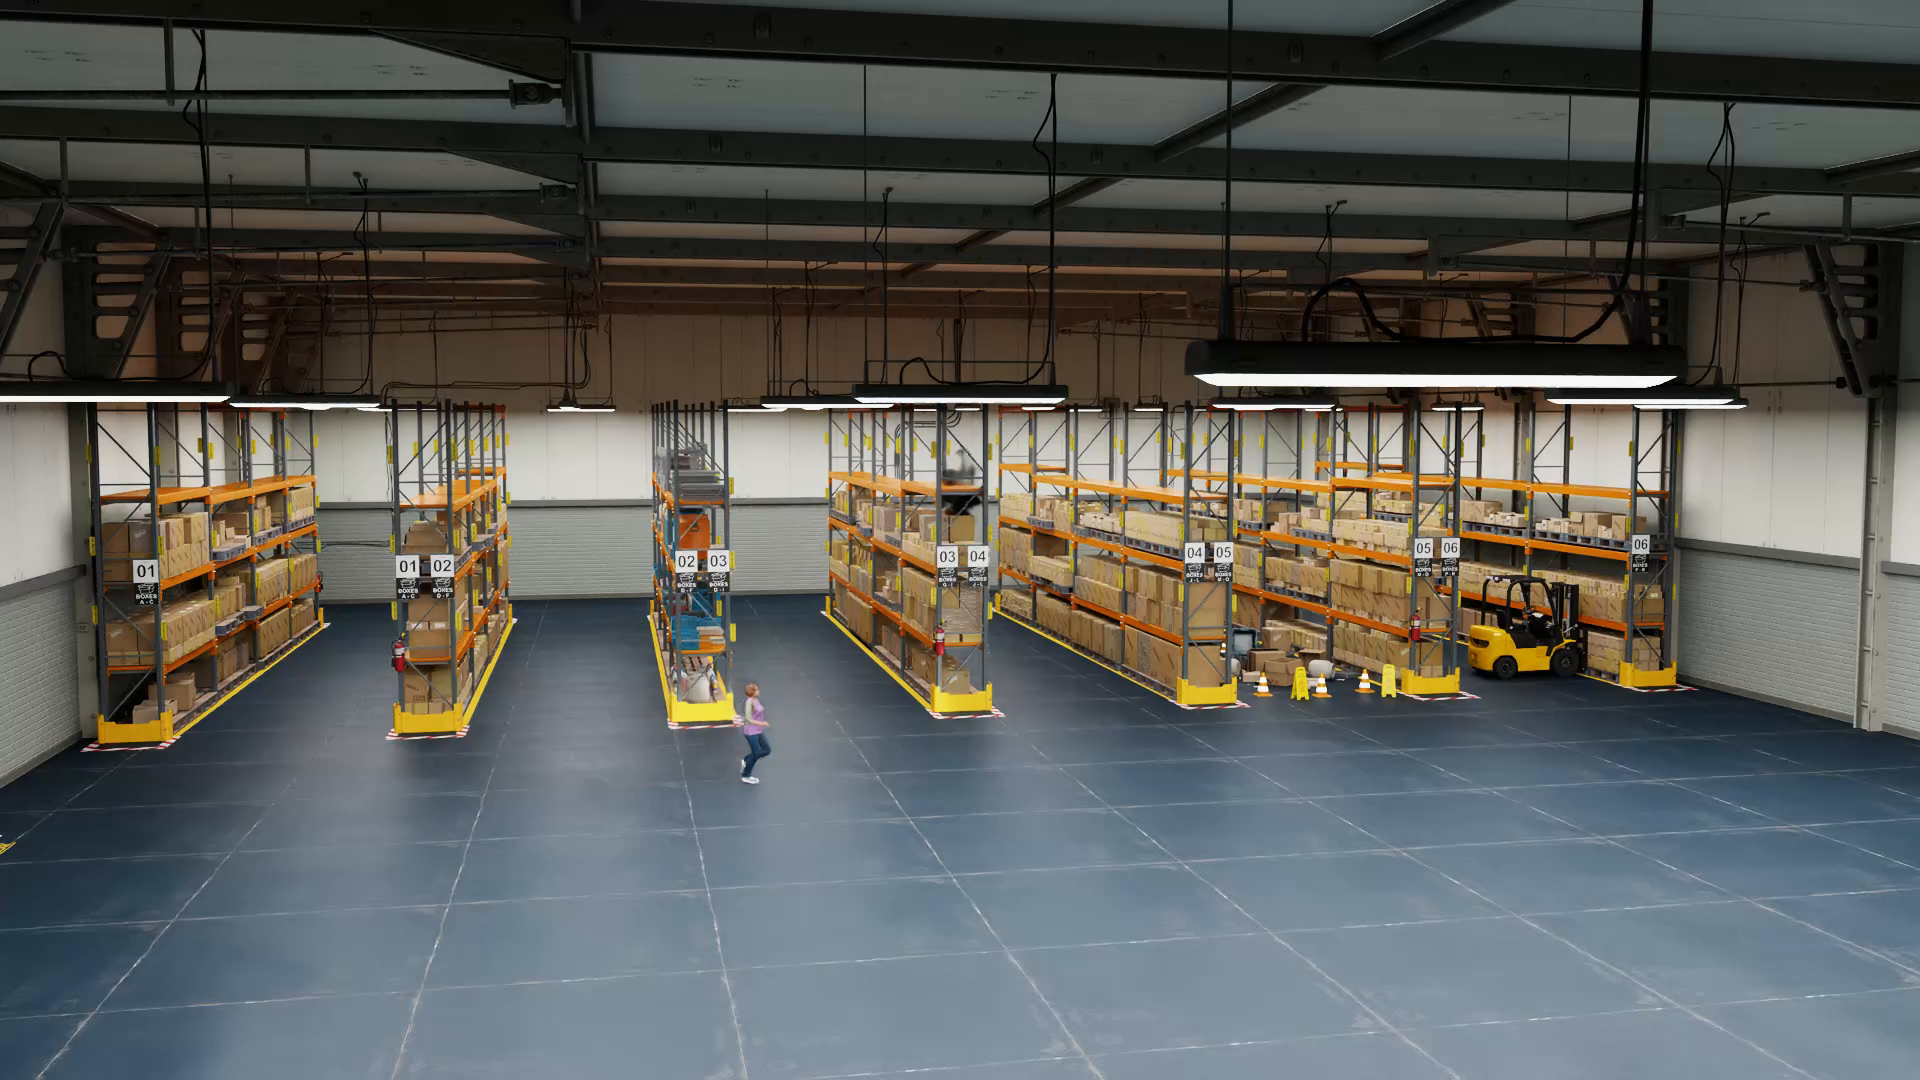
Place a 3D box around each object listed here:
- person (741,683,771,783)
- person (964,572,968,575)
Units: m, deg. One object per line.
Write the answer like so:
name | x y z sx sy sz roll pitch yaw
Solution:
person | -3.170 2.999 25.844 0.533 1.561 0.530 1 4 10
person | 0.350 1.426 46.009 0.573 1.710 0.888 0 4 -3
